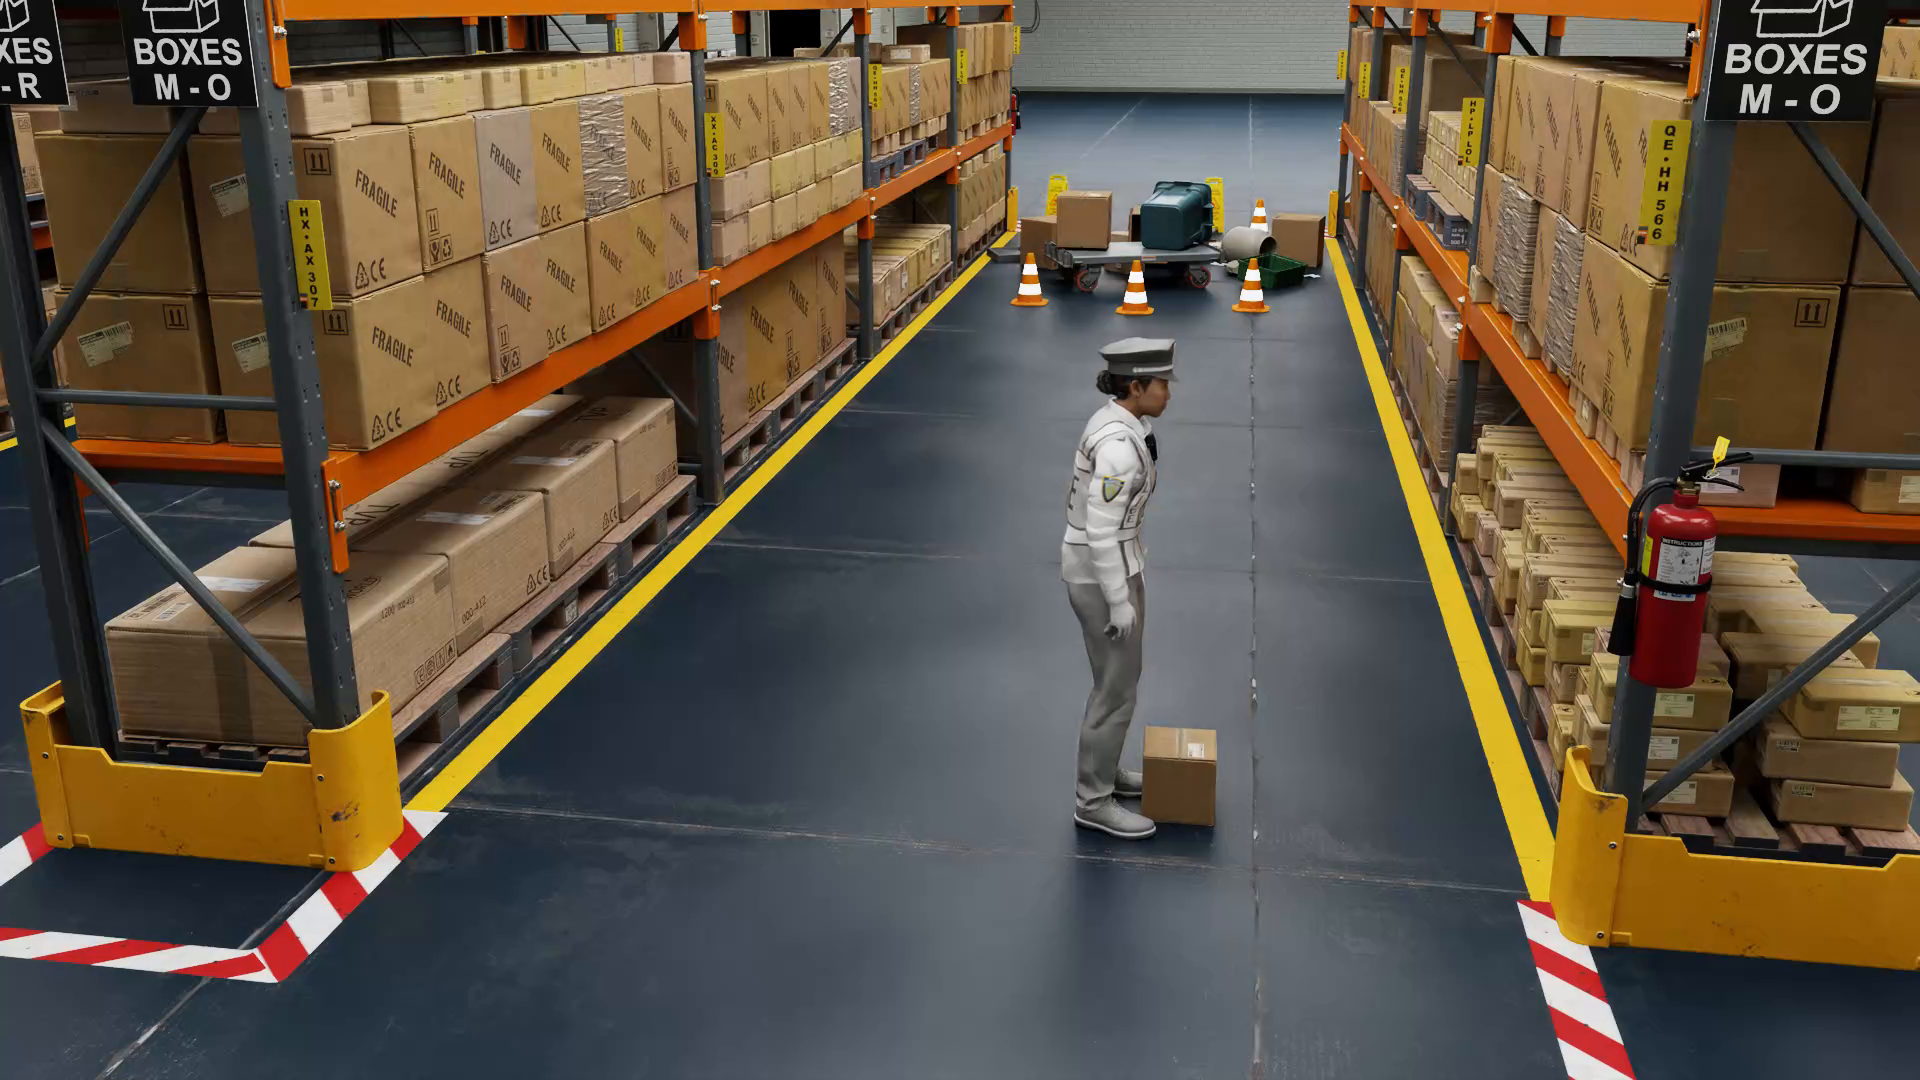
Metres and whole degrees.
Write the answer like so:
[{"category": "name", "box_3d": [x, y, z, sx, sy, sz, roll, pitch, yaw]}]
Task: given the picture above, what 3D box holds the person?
[{"category": "person", "box_3d": [0.525, 0.143, 5.610, 0.371, 1.663, 0.530, 3, 18, 9]}]
